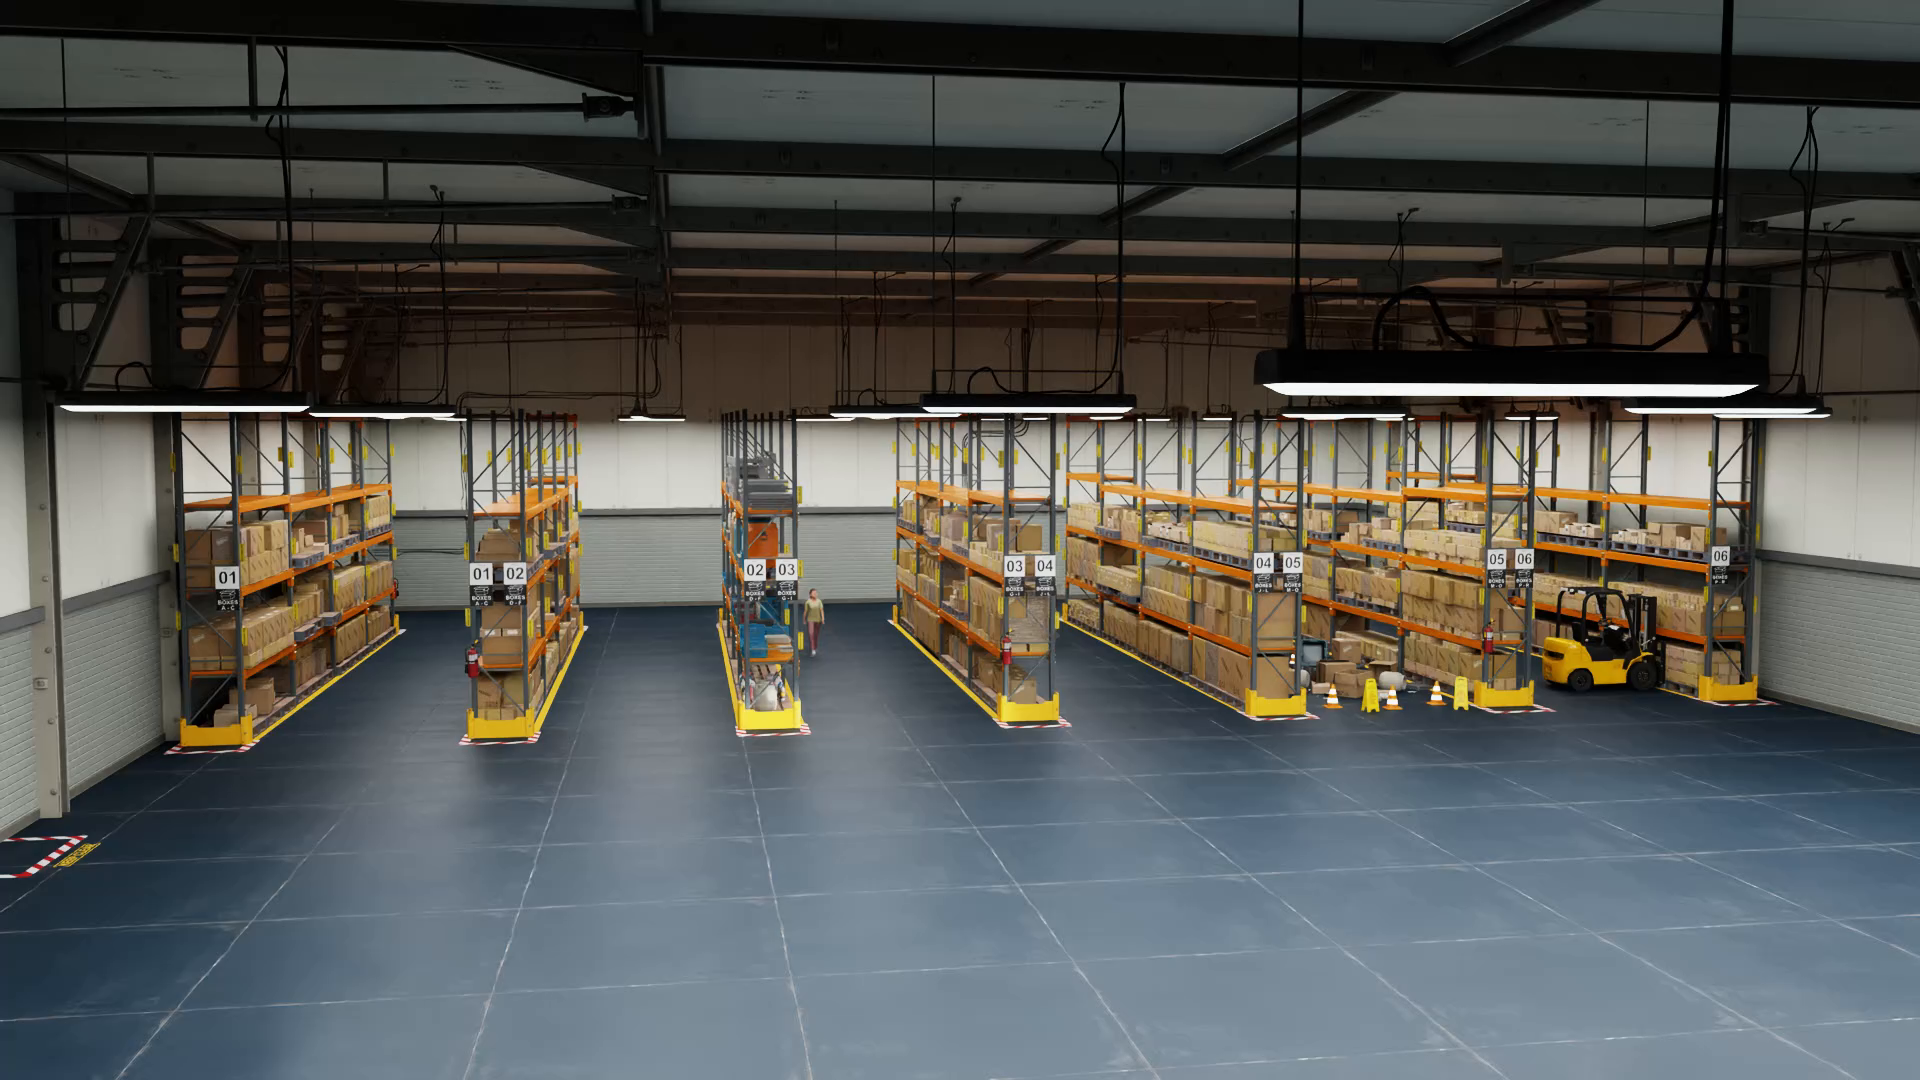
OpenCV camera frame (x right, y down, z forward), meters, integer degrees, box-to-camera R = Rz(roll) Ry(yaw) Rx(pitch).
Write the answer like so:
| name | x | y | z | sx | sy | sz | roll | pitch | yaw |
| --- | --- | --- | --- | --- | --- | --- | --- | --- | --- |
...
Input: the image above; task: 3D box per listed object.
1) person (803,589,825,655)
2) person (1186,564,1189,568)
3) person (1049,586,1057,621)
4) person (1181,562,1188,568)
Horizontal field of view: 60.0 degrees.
| name | x | y | z | sx | sy | sz | roll | pitch | yaw |
| --- | --- | --- | --- | --- | --- | --- | --- | --- | --- |
| person | -3.608 | 2.014 | 41.228 | 0.503 | 1.599 | 1.044 | -1 | 4 | -19 |
| person | 6.692 | 1.491 | 48.182 | 0.740 | 1.763 | 0.537 | 1 | 4 | 17 |
| person | 2.337 | 1.872 | 43.872 | 0.539 | 1.581 | 0.638 | 4 | 5 | 43 |
| person | 7.114 | 1.219 | 51.988 | 0.913 | 1.767 | 0.588 | 4 | 6 | 45 |
